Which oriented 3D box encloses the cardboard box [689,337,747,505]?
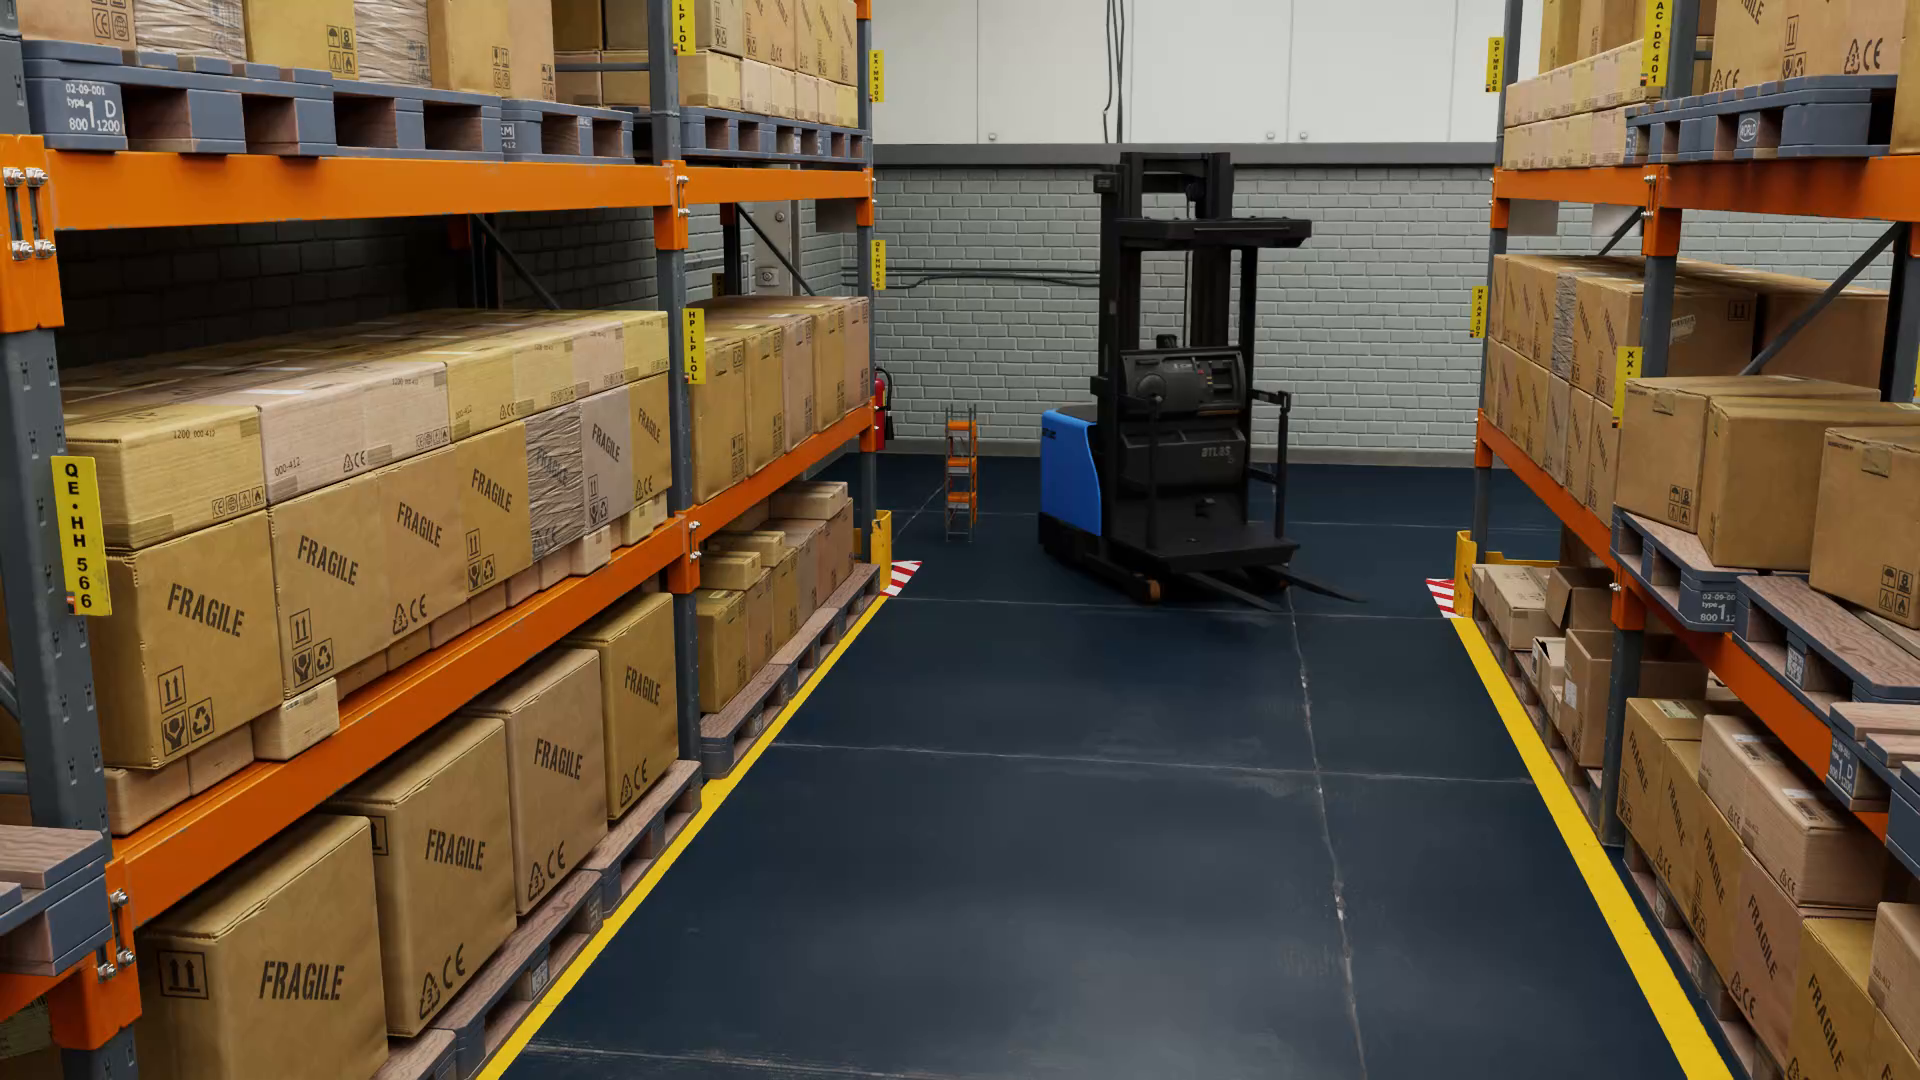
[{"bbox_3d":[-1.593,-0.587,7.884,0.980,0.700,0.700,2,12,10],"label":"cardboard box"}]

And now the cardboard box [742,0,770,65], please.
[{"bbox_3d":[-1.233,-2.588,8.104,0.500,0.500,0.500,2,12,7],"label":"cardboard box"}]

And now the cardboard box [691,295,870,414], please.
[{"bbox_3d":[-1.146,-1.201,10.732,0.980,0.700,0.700,2,12,11],"label":"cardboard box"}]

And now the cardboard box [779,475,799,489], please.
[{"bbox_3d":[-1.264,-0.344,10.868,0.380,0.149,0.250,2,12,9],"label":"cardboard box"}]

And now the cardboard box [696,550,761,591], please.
[{"bbox_3d":[-1.243,0.154,8.555,0.380,0.149,0.250,2,12,11],"label":"cardboard box"}]

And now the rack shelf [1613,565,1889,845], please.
[{"bbox_3d":[2.895,0.600,4.797,1.077,0.370,4.000,2,12,9],"label":"rack shelf"}]

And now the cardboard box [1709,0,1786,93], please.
[{"bbox_3d":[3.053,-1.835,5.796,0.600,0.600,0.600,1,12,3],"label":"cardboard box"}]

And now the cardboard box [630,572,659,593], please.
[{"bbox_3d":[-1.695,0.243,8.142,0.380,0.149,0.250,2,12,8],"label":"cardboard box"}]

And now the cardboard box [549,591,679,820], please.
[{"bbox_3d":[-1.664,0.657,6.929,0.750,0.750,0.750,2,12,9],"label":"cardboard box"}]

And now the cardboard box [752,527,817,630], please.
[{"bbox_3d":[-1.240,0.214,9.816,0.700,0.500,0.500,1,12,7],"label":"cardboard box"}]

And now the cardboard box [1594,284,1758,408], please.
[{"bbox_3d":[3.025,-0.819,7.064,0.500,0.500,0.500,2,12,9],"label":"cardboard box"}]

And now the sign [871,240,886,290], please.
[{"bbox_3d":[-0.543,-1.822,11.016,0.100,0.325,0.005,2,12,9],"label":"sign"}]

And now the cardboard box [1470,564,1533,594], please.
[{"bbox_3d":[3.414,0.254,10.418,0.380,0.149,0.250,2,12,9],"label":"cardboard box"}]

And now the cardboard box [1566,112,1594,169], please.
[{"bbox_3d":[3.171,-1.879,7.828,0.500,0.250,0.500,2,12,9],"label":"cardboard box"}]

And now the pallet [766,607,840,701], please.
[{"bbox_3d":[-1.313,0.625,9.592,1.003,0.211,1.213,2,12,9],"label":"pallet"}]

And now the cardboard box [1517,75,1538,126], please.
[{"bbox_3d":[3.398,-2.436,9.225,0.500,0.250,0.500,2,12,9],"label":"cardboard box"}]

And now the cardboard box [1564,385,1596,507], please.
[{"bbox_3d":[3.104,-0.437,7.662,0.500,0.500,0.500,2,12,10],"label":"cardboard box"}]

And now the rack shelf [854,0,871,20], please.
[{"bbox_3d":[-1.385,-3.130,8.812,1.077,0.370,4.000,2,12,9],"label":"rack shelf"}]

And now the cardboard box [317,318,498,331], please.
[{"bbox_3d":[-2.094,-0.702,6.360,0.500,0.250,0.500,2,12,9],"label":"cardboard box"}]

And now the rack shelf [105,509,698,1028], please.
[{"bbox_3d":[-2.000,0.440,5.538,1.077,0.370,4.000,2,12,9],"label":"rack shelf"}]

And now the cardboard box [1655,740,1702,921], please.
[{"bbox_3d":[2.817,1.043,5.922,0.500,0.500,0.500,2,12,9],"label":"cardboard box"}]

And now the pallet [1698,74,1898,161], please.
[{"bbox_3d":[2.877,-1.193,4.735,1.213,0.211,1.003,2,12,9],"label":"pallet"}]

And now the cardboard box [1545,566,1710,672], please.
[{"bbox_3d":[3.487,0.446,8.685,0.797,0.503,0.637,2,12,9],"label":"cardboard box"}]

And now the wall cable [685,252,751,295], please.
[{"bbox_3d":[-1.815,-1.954,12.530,0.084,1.984,1.851,2,12,9],"label":"wall cable"}]

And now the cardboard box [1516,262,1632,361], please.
[{"bbox_3d":[3.335,-1.241,9.023,0.500,0.500,0.500,2,12,9],"label":"cardboard box"}]

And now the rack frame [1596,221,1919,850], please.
[{"bbox_3d":[3.203,-0.168,6.653,1.000,3.000,0.127,2,12,9],"label":"rack frame"}]

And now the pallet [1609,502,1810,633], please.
[{"bbox_3d":[2.972,0.089,5.918,1.003,0.211,1.213,2,12,9],"label":"pallet"}]

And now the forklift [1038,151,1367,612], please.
[{"bbox_3d":[1.617,-1.109,11.180,1.130,2.935,3.031,-5,13,-22],"label":"forklift"}]

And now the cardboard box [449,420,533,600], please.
[{"bbox_3d":[-1.740,-0.113,5.405,0.500,0.500,0.500,2,12,10],"label":"cardboard box"}]

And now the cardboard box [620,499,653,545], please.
[{"bbox_3d":[-1.480,-0.082,6.802,0.380,0.149,0.250,2,12,10],"label":"cardboard box"}]

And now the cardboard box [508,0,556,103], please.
[{"bbox_3d":[-1.936,-1.878,6.188,0.700,0.500,0.500,1,12,6],"label":"cardboard box"}]

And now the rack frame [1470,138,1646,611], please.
[{"bbox_3d":[3.818,-1.001,10.517,1.000,3.000,0.127,2,12,9],"label":"rack frame"}]

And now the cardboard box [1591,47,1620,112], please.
[{"bbox_3d":[3.090,-2.019,7.293,0.500,0.250,0.500,2,12,9],"label":"cardboard box"}]

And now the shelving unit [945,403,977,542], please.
[{"bbox_3d":[0.008,-0.524,12.934,0.215,1.050,0.252,2,12,9],"label":"shelving unit"}]

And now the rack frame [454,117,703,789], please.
[{"bbox_3d":[-1.692,-0.328,7.394,1.000,3.000,0.127,2,12,9],"label":"rack frame"}]

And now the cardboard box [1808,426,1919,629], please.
[{"bbox_3d":[2.992,-0.052,4.882,0.700,0.500,0.500,-1,12,-6],"label":"cardboard box"}]

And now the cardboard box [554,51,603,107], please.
[{"bbox_3d":[-1.819,-2.125,7.735,0.500,0.250,0.500,2,12,9],"label":"cardboard box"}]

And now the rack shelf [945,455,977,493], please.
[{"bbox_3d":[0.008,-0.514,12.937,0.215,0.259,0.240,2,12,9],"label":"rack shelf"}]

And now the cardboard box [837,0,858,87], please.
[{"bbox_3d":[-0.920,-3.013,10.076,0.500,0.500,0.500,2,12,8],"label":"cardboard box"}]

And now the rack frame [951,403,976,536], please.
[{"bbox_3d":[0.027,-0.550,13.052,0.200,1.050,0.008,2,12,9],"label":"rack frame"}]

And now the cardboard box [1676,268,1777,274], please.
[{"bbox_3d":[3.790,-1.117,8.444,0.500,0.500,0.500,2,12,10],"label":"cardboard box"}]

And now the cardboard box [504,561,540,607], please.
[{"bbox_3d":[-1.703,0.128,5.829,0.380,0.149,0.250,2,12,7],"label":"cardboard box"}]

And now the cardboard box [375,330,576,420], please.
[{"bbox_3d":[-1.678,-0.581,5.796,0.500,0.250,0.500,2,12,10],"label":"cardboard box"}]

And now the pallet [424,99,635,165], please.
[{"bbox_3d":[-1.785,-1.508,6.205,0.805,0.209,1.217,1,12,6],"label":"pallet"}]

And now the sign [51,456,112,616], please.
[{"bbox_3d":[-1.770,-0.007,3.344,0.100,0.325,0.005,2,12,9],"label":"sign"}]

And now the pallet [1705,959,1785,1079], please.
[{"bbox_3d":[2.930,1.620,4.974,1.003,0.211,1.213,2,12,9],"label":"pallet"}]

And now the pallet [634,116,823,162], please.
[{"bbox_3d":[-1.366,-2.174,9.051,1.003,0.211,1.213,2,12,9],"label":"pallet"}]

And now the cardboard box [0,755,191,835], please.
[{"bbox_3d":[-2.028,0.557,3.838,0.380,0.149,0.250,2,12,8],"label":"cardboard box"}]

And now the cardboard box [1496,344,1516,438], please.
[{"bbox_3d":[3.415,-0.858,9.618,0.500,0.500,0.500,2,12,8],"label":"cardboard box"}]

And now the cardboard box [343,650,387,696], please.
[{"bbox_3d":[-1.908,0.342,4.838,0.380,0.149,0.250,2,12,10],"label":"cardboard box"}]

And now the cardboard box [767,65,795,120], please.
[{"bbox_3d":[-1.162,-2.323,8.654,0.500,0.250,0.500,2,12,7],"label":"cardboard box"}]

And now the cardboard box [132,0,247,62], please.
[{"bbox_3d":[-2.260,-1.440,4.154,0.700,0.500,0.500,1,12,6],"label":"cardboard box"}]

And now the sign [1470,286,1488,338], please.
[{"bbox_3d":[3.282,-1.441,10.507,0.100,0.325,0.005,2,12,9],"label":"sign"}]

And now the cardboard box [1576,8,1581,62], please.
[{"bbox_3d":[3.624,-2.688,8.617,0.700,0.500,0.500,2,12,9],"label":"cardboard box"}]

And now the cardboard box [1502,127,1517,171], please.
[{"bbox_3d":[3.488,-2.295,9.758,0.500,0.250,0.500,2,12,9],"label":"cardboard box"}]

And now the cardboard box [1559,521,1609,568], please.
[{"bbox_3d":[3.978,0.127,10.171,0.500,0.500,0.500,2,12,9],"label":"cardboard box"}]

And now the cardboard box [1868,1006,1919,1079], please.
[{"bbox_3d":[2.500,1.469,3.945,0.500,0.500,0.500,2,12,11],"label":"cardboard box"}]

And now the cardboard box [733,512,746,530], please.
[{"bbox_3d":[-1.458,-0.080,9.643,0.380,0.149,0.250,2,12,9],"label":"cardboard box"}]
